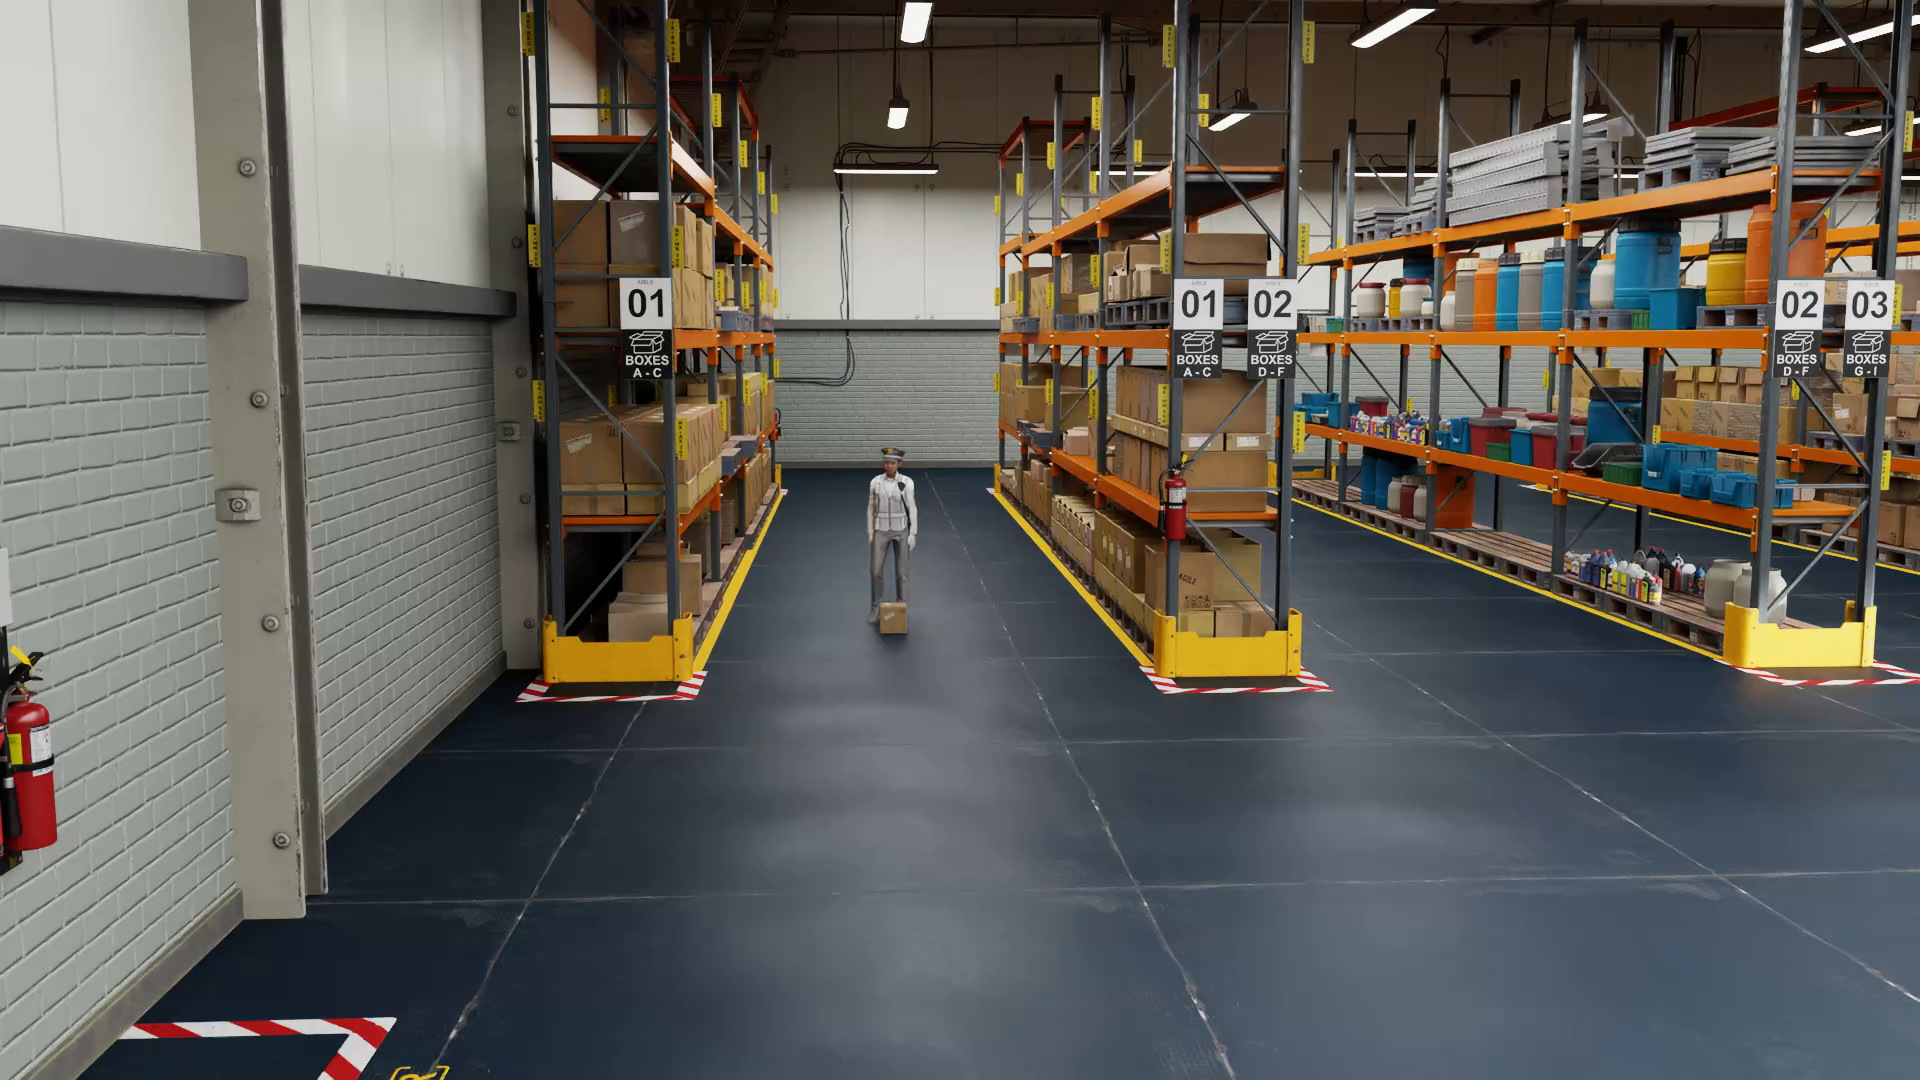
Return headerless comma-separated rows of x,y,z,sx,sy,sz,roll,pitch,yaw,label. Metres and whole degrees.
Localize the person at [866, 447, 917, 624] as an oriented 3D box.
-0.658,-0.033,15.967,0.496,1.732,0.336,0,7,2,person
